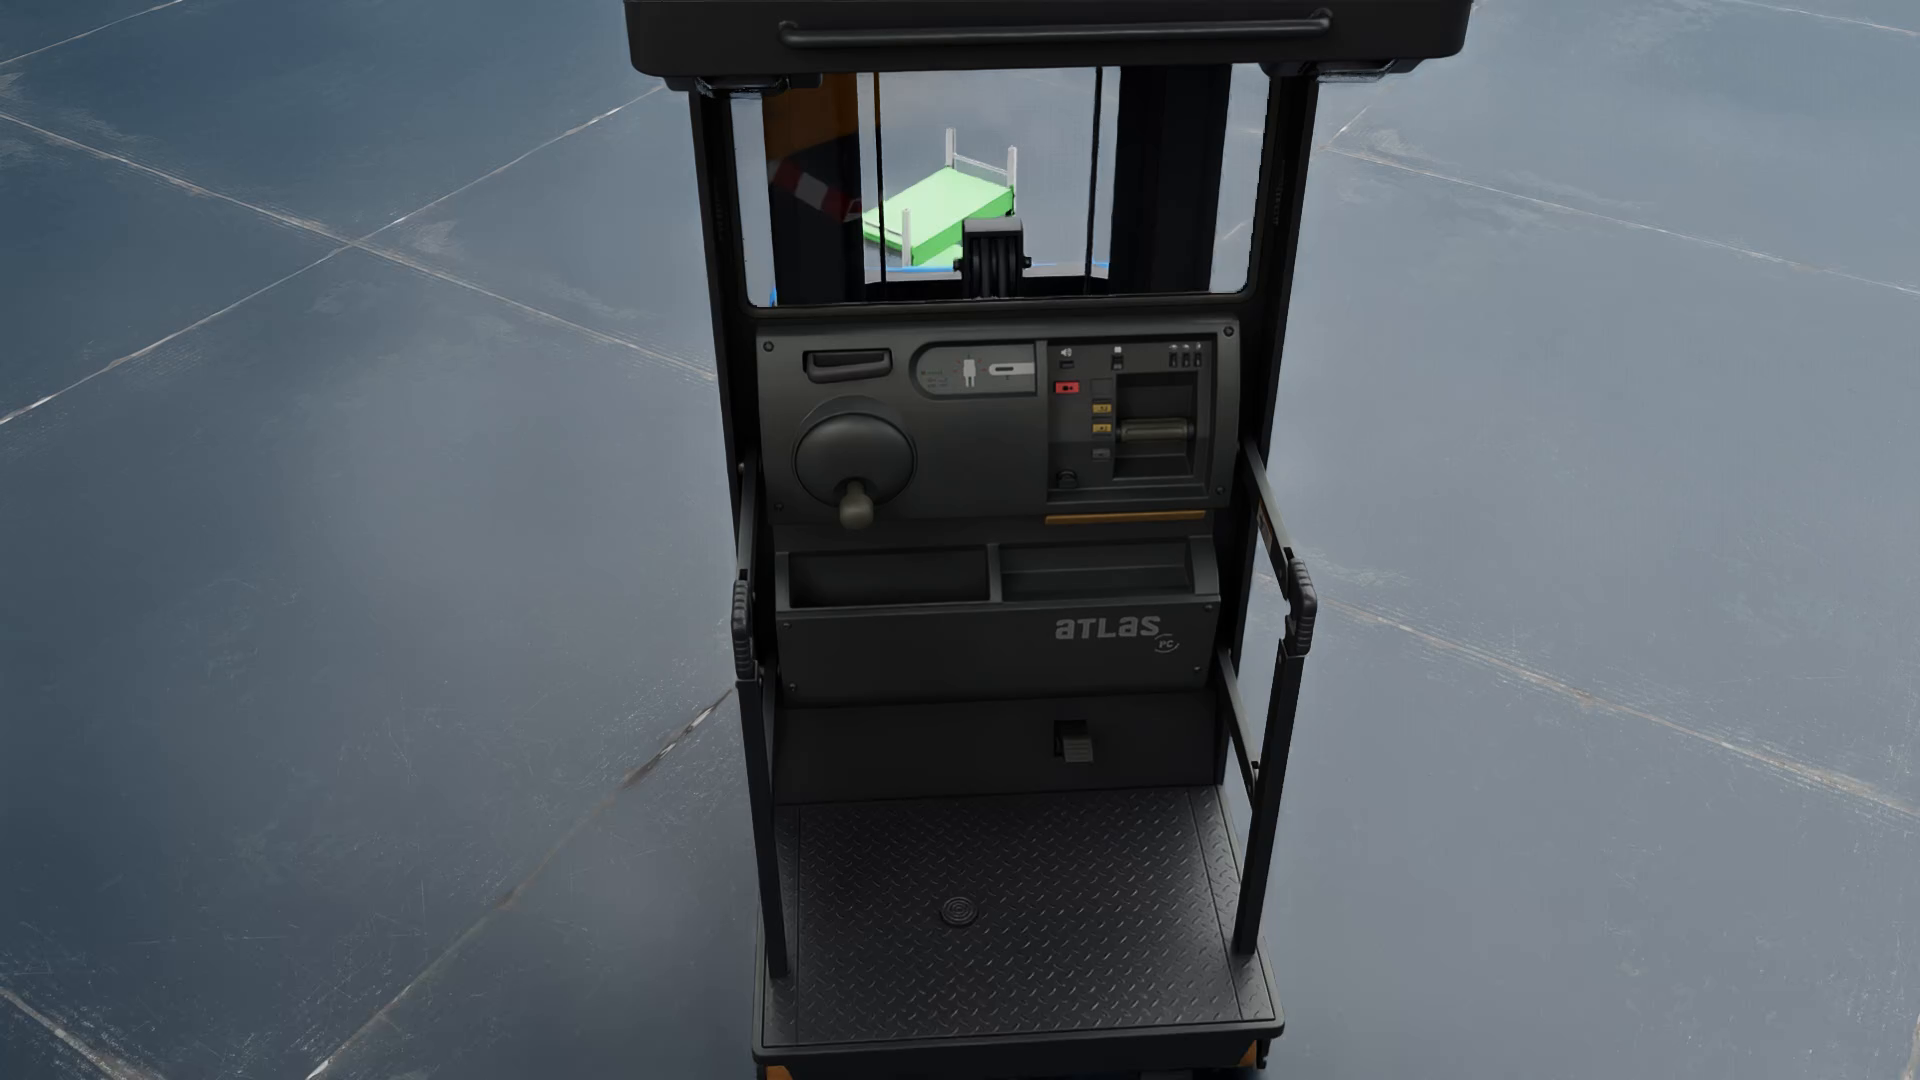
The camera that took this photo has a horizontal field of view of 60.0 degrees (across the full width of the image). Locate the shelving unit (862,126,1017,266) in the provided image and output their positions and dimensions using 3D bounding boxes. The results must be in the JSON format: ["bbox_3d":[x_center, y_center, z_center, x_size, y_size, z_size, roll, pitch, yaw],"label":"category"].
[{"bbox_3d":[-0.085,-0.568,5.004,0.258,1.200,0.503,25,44,28],"label":"shelving unit"}]

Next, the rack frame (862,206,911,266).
[{"bbox_3d":[-0.232,-0.449,4.850,0.240,1.200,0.015,25,44,28],"label":"rack frame"}]

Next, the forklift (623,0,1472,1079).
[{"bbox_3d":[0.094,-0.157,3.053,1.130,2.935,3.031,-2,38,-3],"label":"forklift"}]

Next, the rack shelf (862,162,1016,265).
[{"bbox_3d":[-0.085,-0.898,4.750,0.258,0.148,0.480,25,44,28],"label":"rack shelf"}]

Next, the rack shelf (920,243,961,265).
[{"bbox_3d":[-0.085,-0.708,4.897,0.258,0.148,0.480,25,44,28],"label":"rack shelf"}]

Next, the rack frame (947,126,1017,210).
[{"bbox_3d":[0.062,-0.687,5.159,0.240,1.200,0.015,25,44,28],"label":"rack frame"}]
